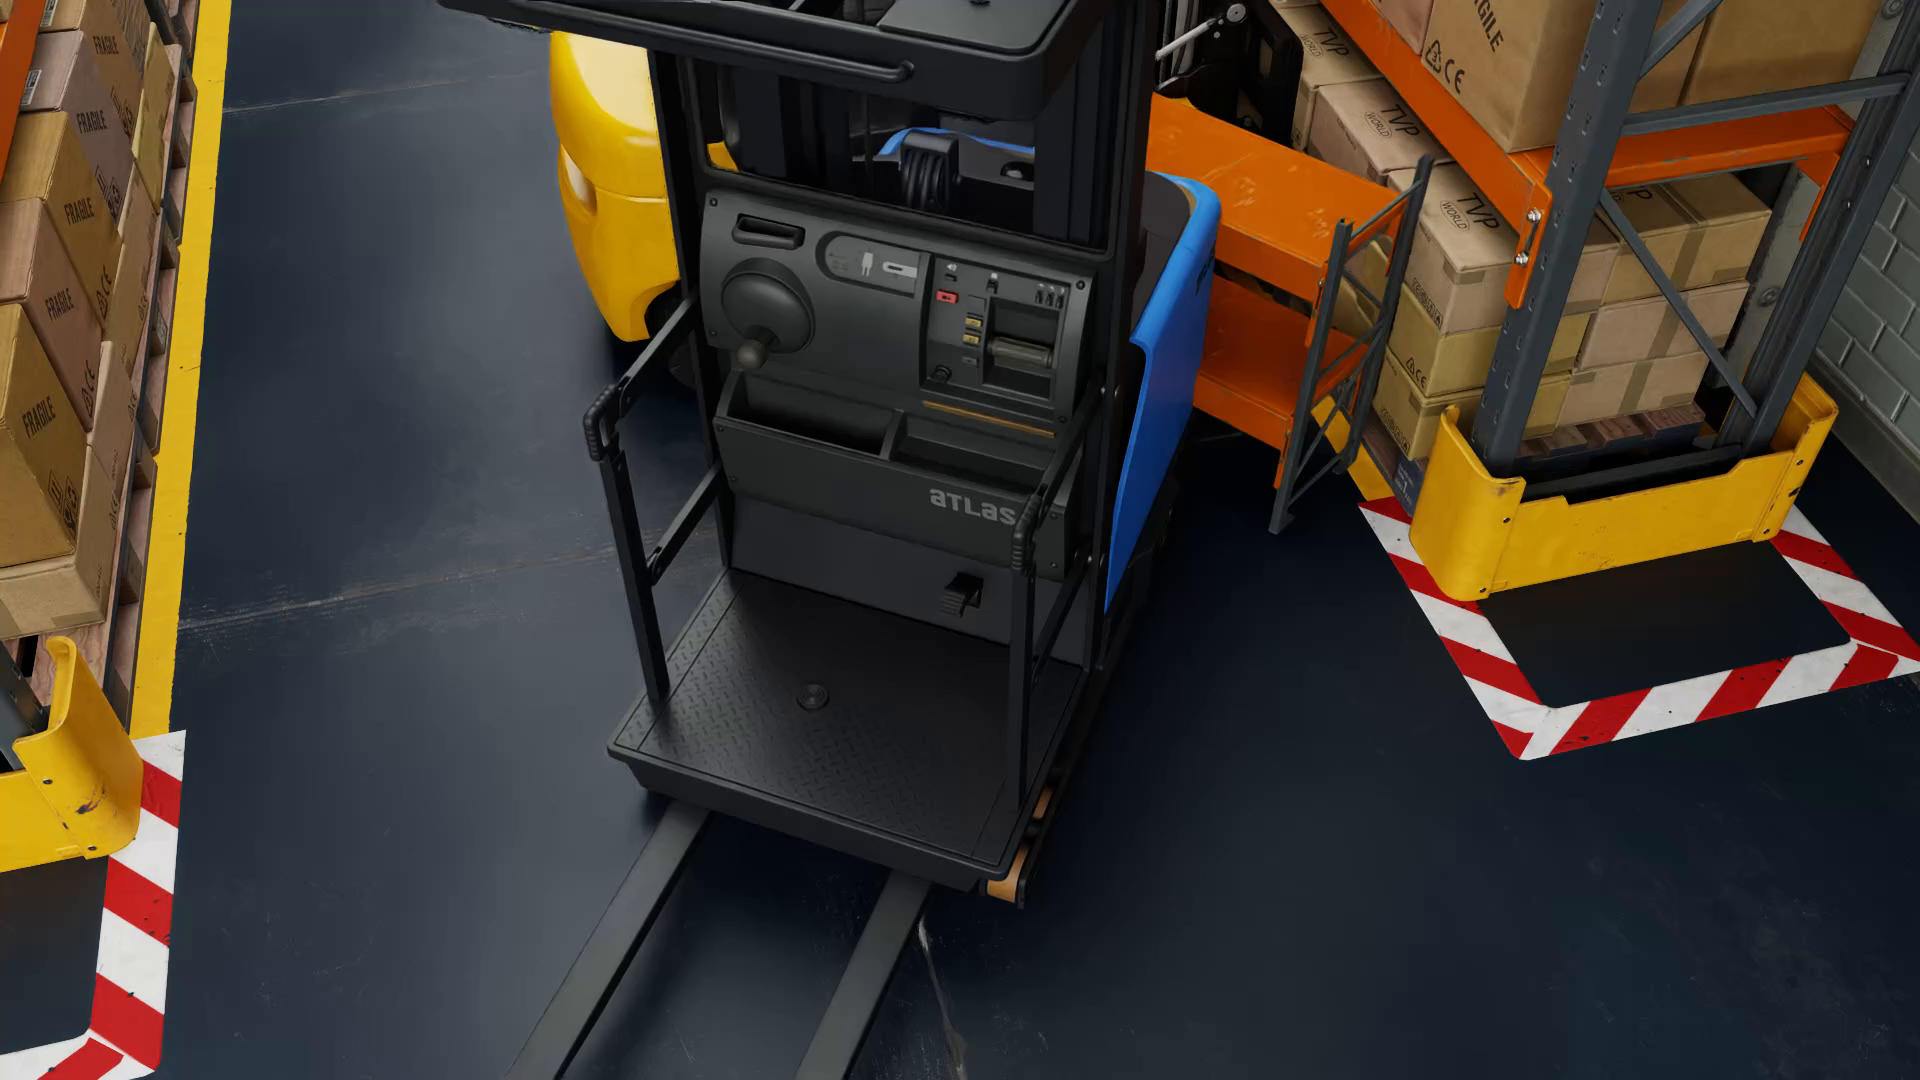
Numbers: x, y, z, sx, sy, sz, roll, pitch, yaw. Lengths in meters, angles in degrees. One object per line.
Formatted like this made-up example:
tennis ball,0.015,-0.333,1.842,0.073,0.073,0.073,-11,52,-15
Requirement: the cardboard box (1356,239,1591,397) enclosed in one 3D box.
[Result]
cardboard box,1.579,-0.733,5.149,0.500,0.250,0.500,-11,47,-11

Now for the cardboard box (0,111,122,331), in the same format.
cardboard box,-2.995,-0.963,5.200,0.500,0.500,0.500,-10,46,-10

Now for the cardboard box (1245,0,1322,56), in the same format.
cardboard box,1.189,-1.939,5.981,0.500,0.250,0.500,-12,47,-11

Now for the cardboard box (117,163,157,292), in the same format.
cardboard box,-3.132,-1.054,5.814,0.500,0.250,0.500,-10,46,-10

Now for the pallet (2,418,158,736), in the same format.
pallet,-2.984,0.172,4.934,1.003,0.211,1.213,-11,47,-10

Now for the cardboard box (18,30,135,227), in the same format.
cardboard box,-3.141,-1.331,5.560,0.500,0.500,0.500,-8,46,-8

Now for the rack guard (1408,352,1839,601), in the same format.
rack guard,2.012,-0.203,5.099,1.175,0.500,0.348,-11,47,-10

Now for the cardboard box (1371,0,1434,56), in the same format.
cardboard box,1.503,-1.781,4.825,0.500,0.500,0.500,-9,46,-9

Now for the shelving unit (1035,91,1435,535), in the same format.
shelving unit,0.772,-0.793,5.212,1.048,1.125,0.538,31,50,27

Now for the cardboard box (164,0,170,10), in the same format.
cardboard box,-3.952,-2.535,7.180,0.950,0.372,0.625,-10,46,-10

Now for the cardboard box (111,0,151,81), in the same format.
cardboard box,-3.404,-2.033,6.249,0.500,0.500,0.500,-11,47,-11

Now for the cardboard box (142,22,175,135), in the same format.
cardboard box,-3.404,-1.771,6.517,0.500,0.250,0.500,-9,46,-9

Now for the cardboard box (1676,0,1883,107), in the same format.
cardboard box,2.148,-1.522,4.571,0.500,0.500,0.500,-9,46,-9

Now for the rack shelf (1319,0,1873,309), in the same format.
rack shelf,1.494,-2.223,5.832,1.077,0.370,4.000,-11,47,-10

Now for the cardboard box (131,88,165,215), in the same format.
cardboard box,-3.258,-1.406,6.158,0.500,0.250,0.500,-12,47,-11

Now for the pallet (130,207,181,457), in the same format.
pallet,-3.293,-0.669,5.758,1.003,0.211,1.213,-11,47,-10

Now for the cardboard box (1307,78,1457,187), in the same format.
cardboard box,1.450,-1.241,5.297,0.500,0.250,0.500,-10,46,-10

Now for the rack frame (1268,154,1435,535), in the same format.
rack frame,1.161,-0.560,4.982,0.032,1.125,0.500,31,50,27

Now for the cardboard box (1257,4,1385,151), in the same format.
cardboard box,1.312,-1.588,5.637,0.500,0.250,0.500,-10,46,-10

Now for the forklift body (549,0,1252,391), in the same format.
forklift body,-0.243,-1.773,5.482,2.313,2.155,1.214,-11,47,-10

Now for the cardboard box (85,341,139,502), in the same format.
cardboard box,-2.854,-0.330,5.104,0.500,0.250,0.500,-9,46,-9

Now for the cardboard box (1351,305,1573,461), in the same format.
cardboard box,1.581,-0.546,5.316,0.500,0.250,0.500,-10,46,-10

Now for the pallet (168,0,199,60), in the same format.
pallet,-4.016,-2.507,7.559,1.003,0.211,1.213,-11,47,-10

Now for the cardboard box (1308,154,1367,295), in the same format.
cardboard box,1.462,-1.081,5.490,0.500,0.250,0.500,-11,47,-11

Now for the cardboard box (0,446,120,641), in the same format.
cardboard box,-2.730,0.024,4.758,0.500,0.250,0.500,-11,47,-11

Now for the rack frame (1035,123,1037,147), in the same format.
rack frame,0.383,-1.026,5.441,0.032,1.125,0.500,31,50,27

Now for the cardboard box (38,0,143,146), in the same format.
cardboard box,-3.272,-1.683,5.905,0.500,0.500,0.500,-10,46,-10

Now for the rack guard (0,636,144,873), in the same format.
rack guard,-2.811,0.638,4.274,1.175,0.500,0.348,-11,47,-10

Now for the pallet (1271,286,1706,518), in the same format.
pallet,1.770,-0.639,5.728,1.003,0.211,1.213,-11,47,-10

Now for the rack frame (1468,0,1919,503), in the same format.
rack frame,2.006,-1.094,4.222,1.000,3.000,0.127,-11,47,-10

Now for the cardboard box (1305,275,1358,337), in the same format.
cardboard box,1.462,-0.891,5.654,0.500,0.250,0.500,-11,47,-10

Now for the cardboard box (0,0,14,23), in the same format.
cardboard box,-3.037,-1.638,4.931,0.380,0.149,0.250,-10,46,-10

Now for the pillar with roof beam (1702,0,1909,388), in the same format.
pillar with roof beam,-1.462,-3.053,1.941,9.100,9.000,0.400,-11,47,-10

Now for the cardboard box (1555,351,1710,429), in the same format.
cardboard box,2.070,-0.654,5.422,0.500,0.250,0.500,-11,47,-10

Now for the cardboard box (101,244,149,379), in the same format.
cardboard box,-3.006,-0.704,5.471,0.500,0.250,0.500,-8,46,-8

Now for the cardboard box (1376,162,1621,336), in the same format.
cardboard box,1.587,-0.890,4.953,0.500,0.250,0.500,-9,46,-9

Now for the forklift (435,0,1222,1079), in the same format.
forklift,-0.233,-0.430,3.619,1.130,2.935,3.031,15,47,14

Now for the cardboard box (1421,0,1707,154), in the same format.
cardboard box,1.626,-1.421,4.472,0.500,0.500,0.500,-12,47,-11

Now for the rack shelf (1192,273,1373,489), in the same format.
rack shelf,0.763,-0.614,5.378,1.000,0.278,0.538,31,50,27

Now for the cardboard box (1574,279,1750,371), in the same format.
cardboard box,2.087,-0.817,5.231,0.500,0.250,0.500,-10,46,-10

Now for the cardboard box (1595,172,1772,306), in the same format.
cardboard box,2.066,-0.995,5.056,0.500,0.250,0.500,-11,47,-11

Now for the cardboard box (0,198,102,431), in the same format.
cardboard box,-2.875,-0.615,4.859,0.500,0.500,0.500,-12,47,-12

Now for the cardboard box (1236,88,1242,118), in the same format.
cardboard box,1.184,-1.780,6.175,0.500,0.250,0.500,-11,47,-10

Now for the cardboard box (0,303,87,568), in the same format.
cardboard box,-2.737,-0.255,4.506,0.500,0.500,0.500,-12,47,-12

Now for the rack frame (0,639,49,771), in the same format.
rack frame,-2.791,-0.184,3.330,1.000,3.000,0.127,-11,47,-10

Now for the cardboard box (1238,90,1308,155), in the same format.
cardboard box,1.309,-1.434,5.836,0.500,0.250,0.500,-12,47,-11

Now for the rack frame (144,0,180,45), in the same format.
rack frame,-3.815,-2.946,6.037,1.000,3.000,0.127,-11,47,-10

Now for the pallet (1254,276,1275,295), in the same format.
pallet,1.461,-1.479,6.552,1.003,0.211,1.213,-11,47,-10

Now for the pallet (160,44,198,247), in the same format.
pallet,-3.609,-1.513,6.585,1.003,0.211,1.213,-11,47,-10

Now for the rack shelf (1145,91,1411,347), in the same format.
rack shelf,0.783,-1.007,5.013,1.000,0.278,0.538,31,50,27
